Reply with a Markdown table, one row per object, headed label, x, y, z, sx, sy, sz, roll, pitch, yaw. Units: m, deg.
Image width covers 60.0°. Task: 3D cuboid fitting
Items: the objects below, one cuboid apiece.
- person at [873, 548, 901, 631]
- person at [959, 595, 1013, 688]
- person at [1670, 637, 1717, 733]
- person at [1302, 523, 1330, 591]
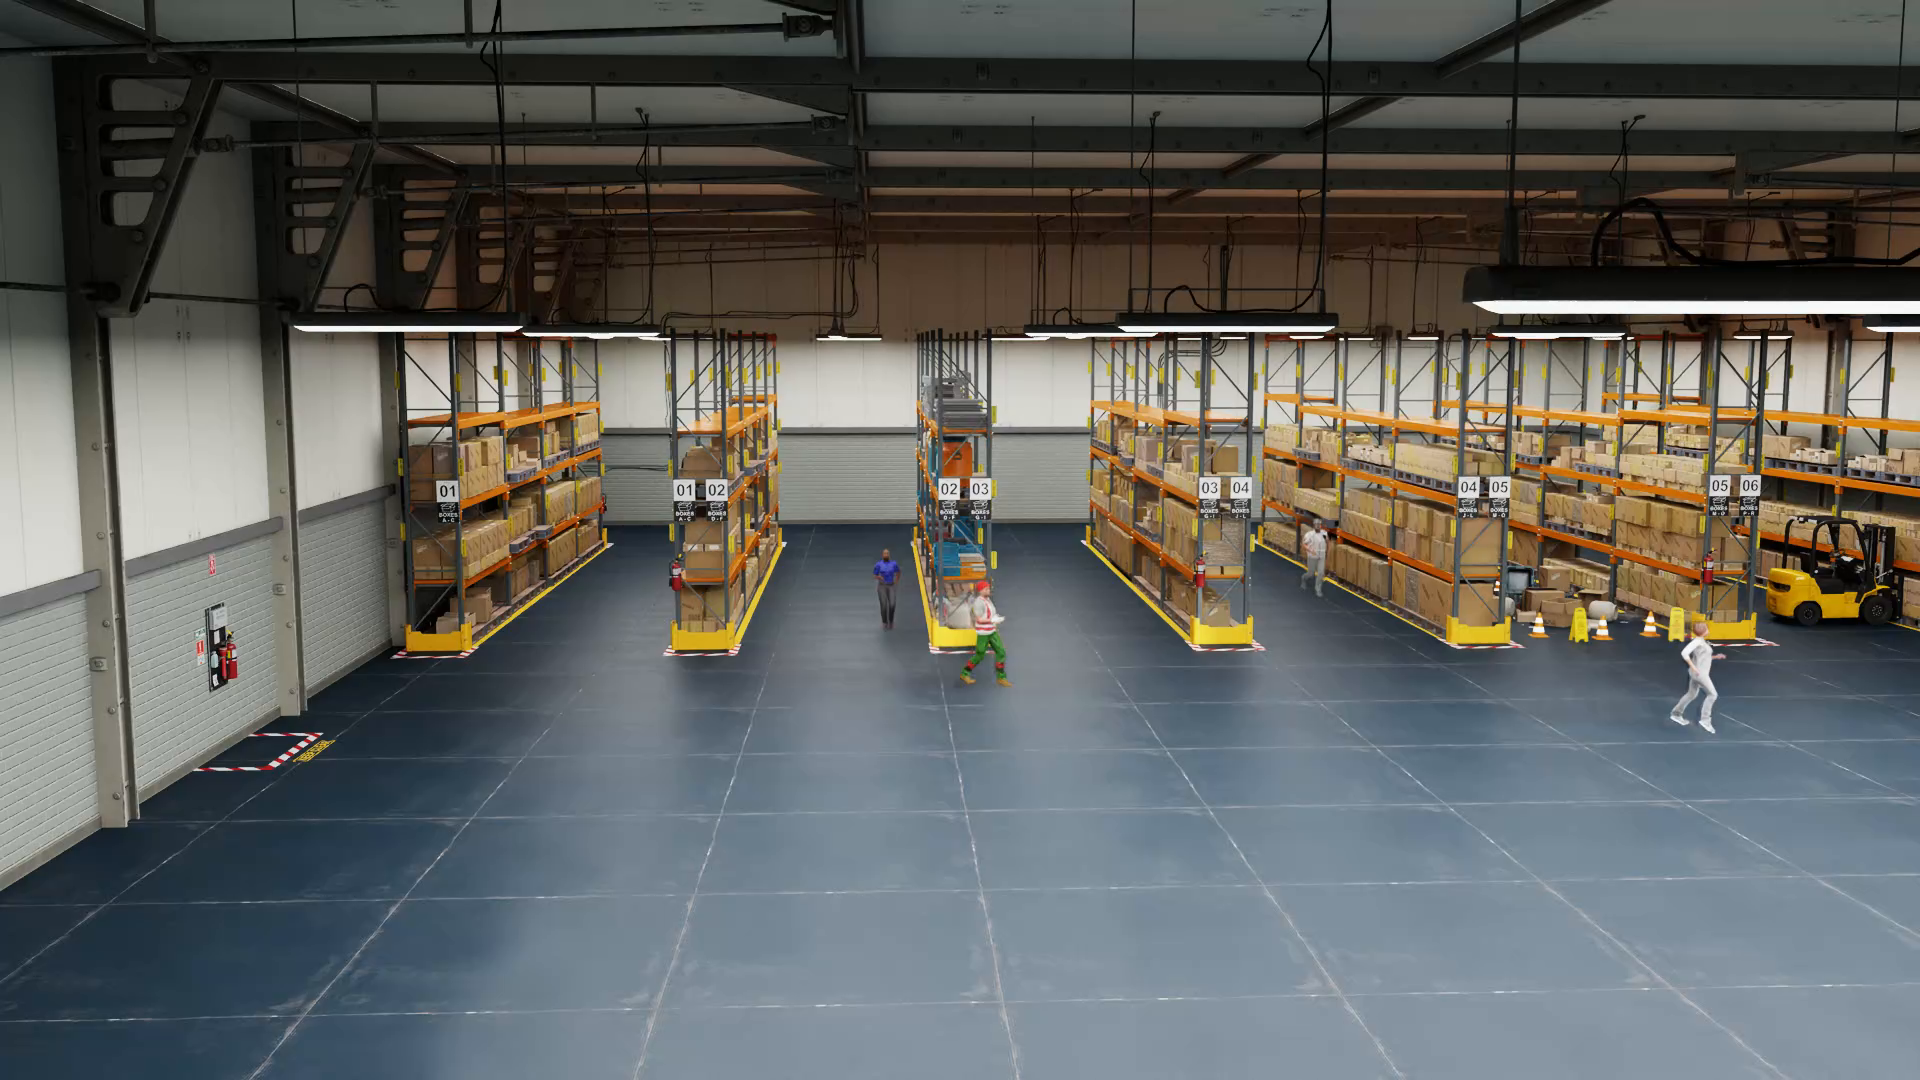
| label | x | y | z | sx | sy | sz | roll | pitch | yaw |
| --- | --- | --- | --- | --- | --- | --- | --- | --- | --- |
| person | -1.453 | 0.999 | 33.260 | 0.561 | 1.657 | 0.638 | -1 | 7 | -5 |
| person | 0.465 | 1.684 | 27.844 | 0.908 | 1.555 | 0.539 | 3 | 7 | 25 |
| person | 10.917 | 2.135 | 24.712 | 0.628 | 1.422 | 0.355 | 3 | 7 | 22 |
| person | 8.162 | 0.352 | 38.101 | 0.670 | 1.622 | 0.735 | -1 | 7 | -6 |
